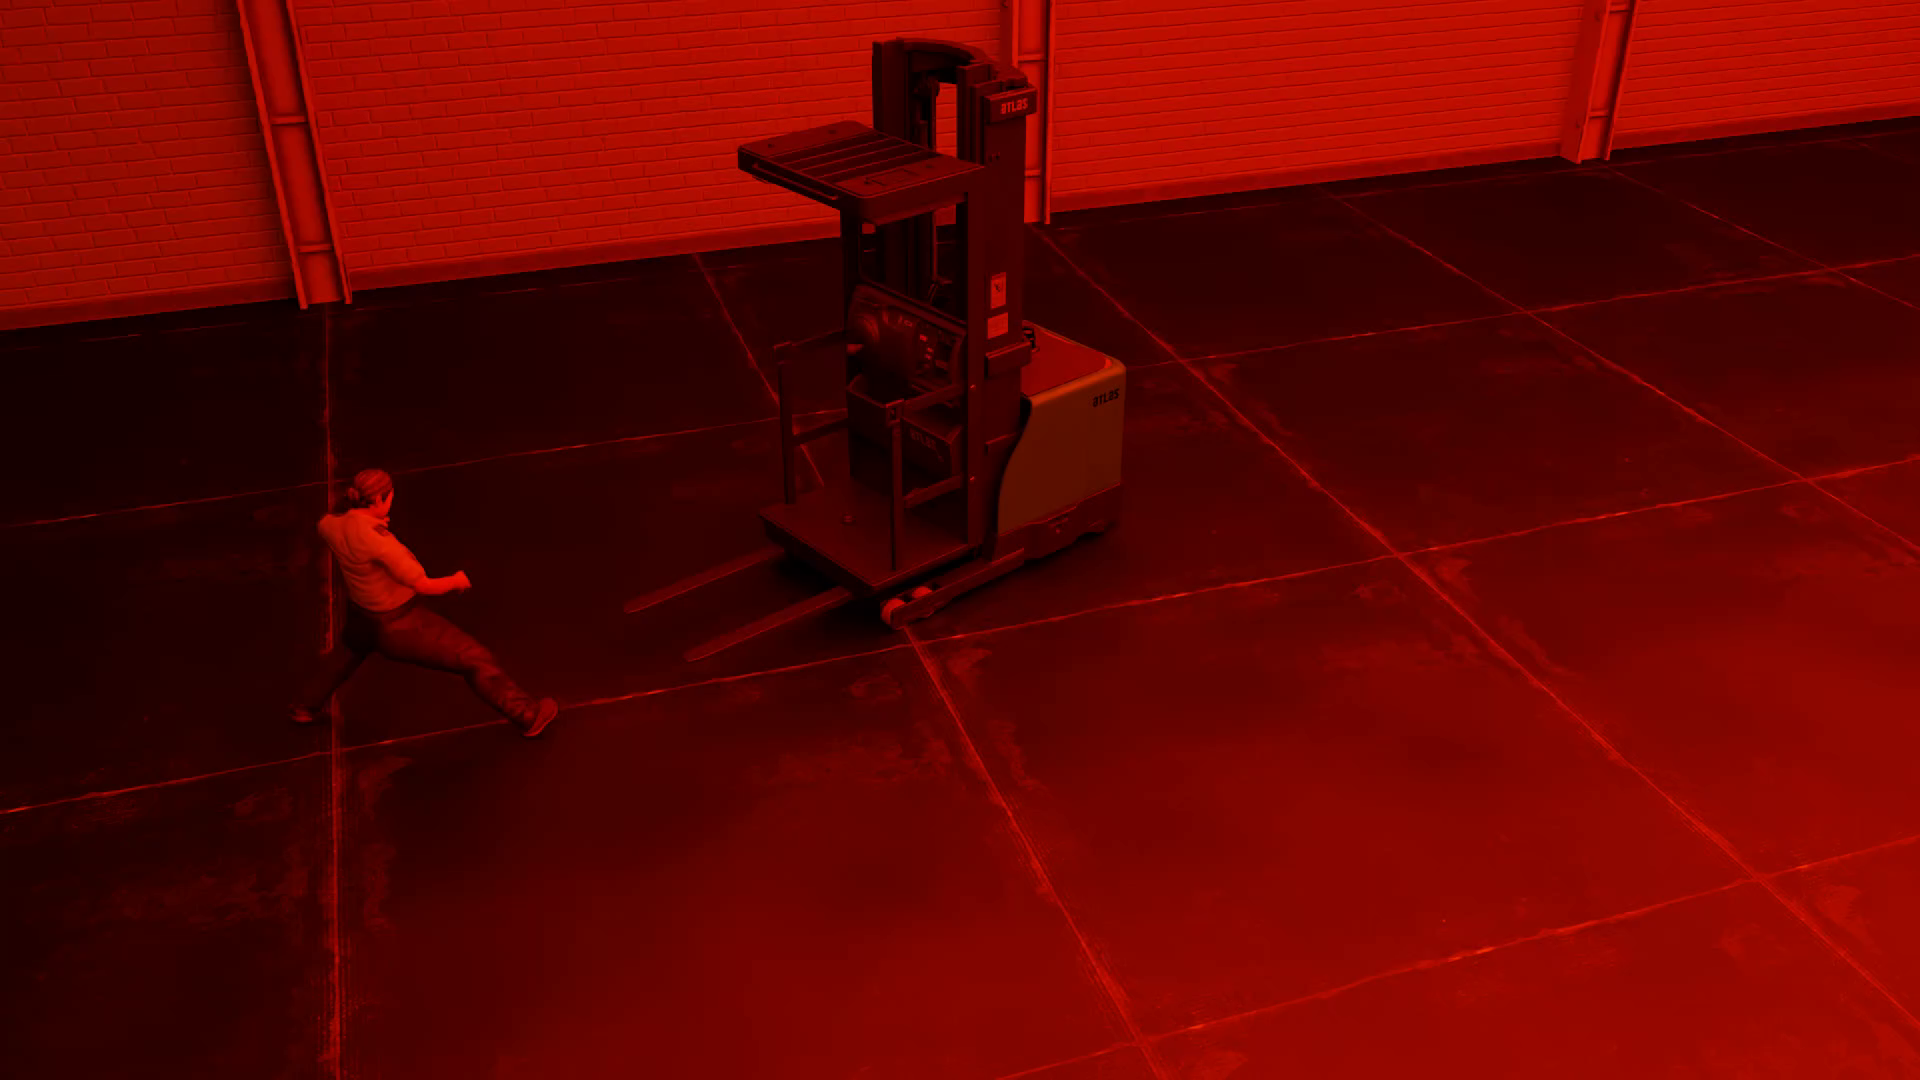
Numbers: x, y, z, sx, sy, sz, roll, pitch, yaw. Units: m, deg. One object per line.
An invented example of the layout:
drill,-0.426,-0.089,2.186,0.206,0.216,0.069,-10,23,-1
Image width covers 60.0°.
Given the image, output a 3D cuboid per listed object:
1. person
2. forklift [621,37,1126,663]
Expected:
person,-2.726,0.283,8.092,1.230,1.453,0.886,19,35,29
forklift,-0.461,-1.072,8.951,3.031,2.935,1.130,-23,37,-34
